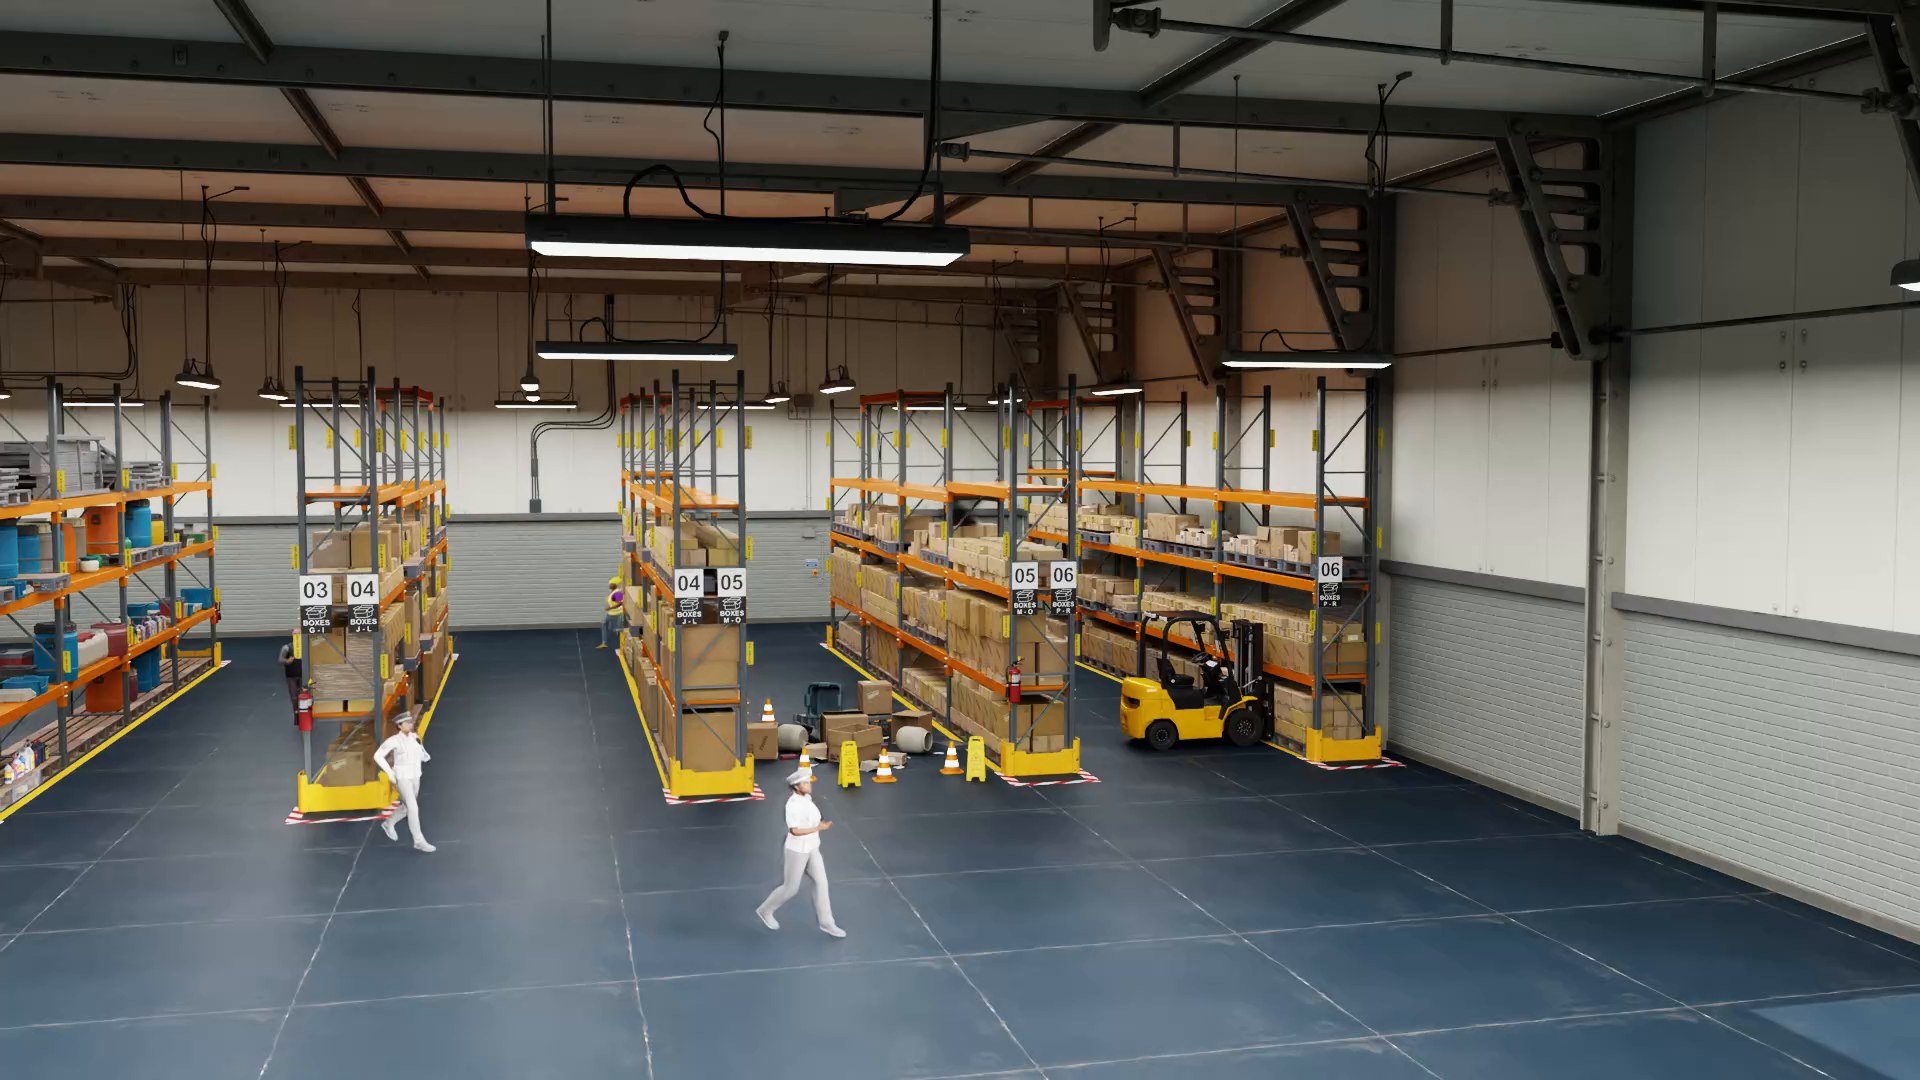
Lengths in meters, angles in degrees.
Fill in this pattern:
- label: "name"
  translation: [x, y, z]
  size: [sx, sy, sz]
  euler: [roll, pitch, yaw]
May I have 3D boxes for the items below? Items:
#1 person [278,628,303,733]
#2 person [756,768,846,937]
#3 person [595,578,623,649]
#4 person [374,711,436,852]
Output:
- label: "person"
  translation: [-11.462, 2.408, 28.816]
  size: [0.647, 1.763, 0.835]
  euler: [-1, 4, -18]
- label: "person"
  translation: [-1.643, 3.131, 16.773]
  size: [0.839, 1.691, 0.572]
  euler: [1, 4, 22]
- label: "person"
  translation: [-8.280, 1.761, 39.855]
  size: [0.864, 1.733, 0.747]
  euler: [-2, 4, -25]
- label: "person"
  translation: [-6.759, 2.927, 20.314]
  size: [0.921, 1.669, 0.612]
  euler: [2, 4, 25]
